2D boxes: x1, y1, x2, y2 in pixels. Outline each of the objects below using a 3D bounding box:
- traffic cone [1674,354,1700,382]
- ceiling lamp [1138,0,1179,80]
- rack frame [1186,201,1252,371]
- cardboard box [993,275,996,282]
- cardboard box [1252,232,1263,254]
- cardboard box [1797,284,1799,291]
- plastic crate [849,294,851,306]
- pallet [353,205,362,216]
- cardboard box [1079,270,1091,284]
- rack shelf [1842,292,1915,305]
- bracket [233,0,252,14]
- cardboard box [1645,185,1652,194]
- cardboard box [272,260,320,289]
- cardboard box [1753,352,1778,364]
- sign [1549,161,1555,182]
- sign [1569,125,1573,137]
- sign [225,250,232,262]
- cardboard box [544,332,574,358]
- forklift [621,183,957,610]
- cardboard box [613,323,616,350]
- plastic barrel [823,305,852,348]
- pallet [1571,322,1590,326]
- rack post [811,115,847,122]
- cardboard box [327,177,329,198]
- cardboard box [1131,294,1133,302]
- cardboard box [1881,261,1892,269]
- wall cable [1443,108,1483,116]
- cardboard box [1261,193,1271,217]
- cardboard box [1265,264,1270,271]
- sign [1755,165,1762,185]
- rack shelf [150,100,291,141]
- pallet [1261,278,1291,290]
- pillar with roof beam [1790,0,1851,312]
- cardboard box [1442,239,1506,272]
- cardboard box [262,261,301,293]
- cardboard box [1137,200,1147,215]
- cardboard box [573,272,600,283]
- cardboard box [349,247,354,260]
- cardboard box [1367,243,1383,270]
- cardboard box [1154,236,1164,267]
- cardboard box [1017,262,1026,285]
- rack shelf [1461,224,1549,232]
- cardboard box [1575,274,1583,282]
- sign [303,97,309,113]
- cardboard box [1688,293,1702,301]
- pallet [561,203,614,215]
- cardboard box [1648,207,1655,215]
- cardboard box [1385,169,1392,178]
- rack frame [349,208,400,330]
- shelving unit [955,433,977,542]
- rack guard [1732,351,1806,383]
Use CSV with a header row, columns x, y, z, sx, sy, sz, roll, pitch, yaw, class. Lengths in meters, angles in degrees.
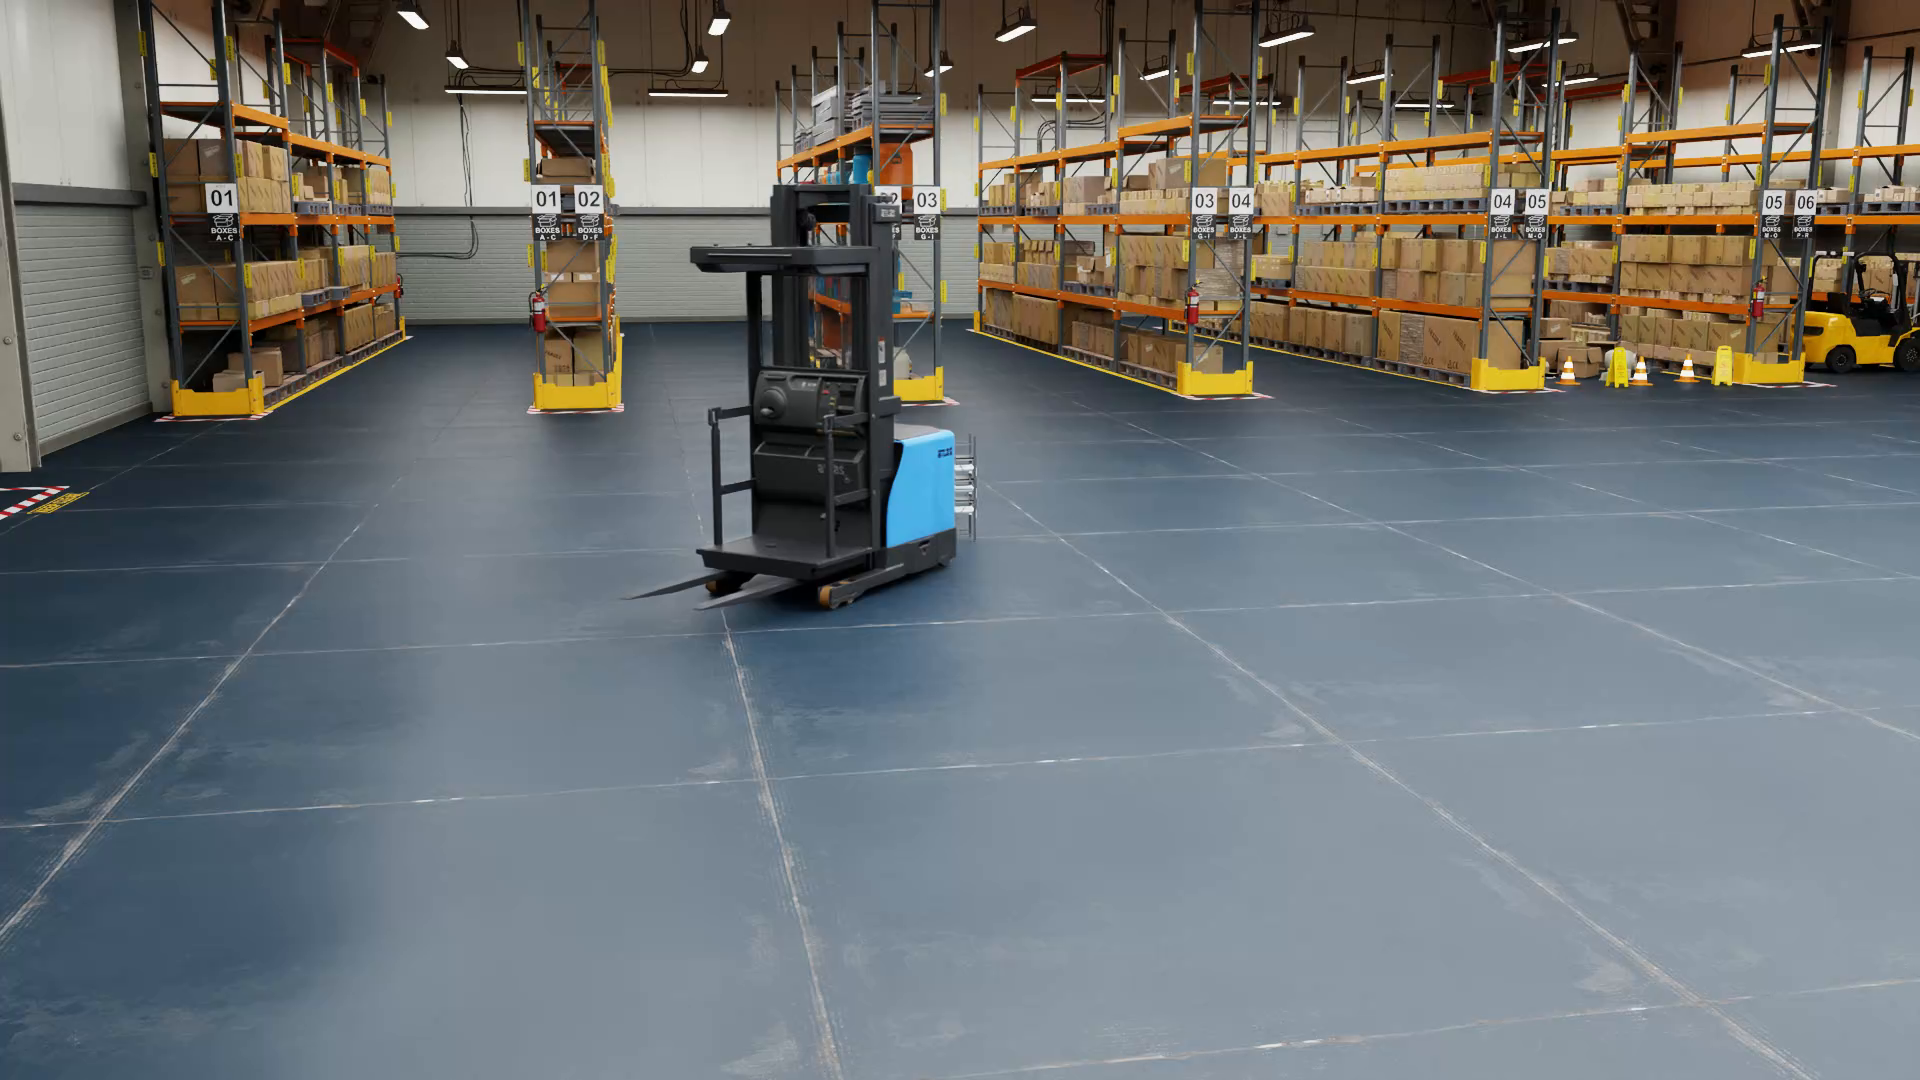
x,y,z,sx,sy,sz,roll,pitch,yaw,class
12.436,-2.940,28.407,0.336,0.463,0.334,-2,11,-11,traffic cone
4.596,-11.757,36.288,0.800,3.185,2.000,-2,11,-11,ceiling lamp
4.065,-3.794,26.109,1.000,3.000,0.127,-2,11,-11,rack frame
0.998,-6.246,39.663,0.380,0.149,0.250,-2,11,-12,cardboard box
6.767,-6.935,38.873,0.500,0.500,0.500,-2,11,-10,cardboard box
17.351,-5.263,34.226,0.500,0.250,0.500,-2,11,-11,cardboard box
-1.585,-3.984,27.675,0.450,0.188,0.662,-2,11,-11,plastic crate
-12.619,-6.668,33.696,0.805,0.209,1.217,-3,11,-13,pallet
2.609,-5.078,32.134,0.500,0.250,0.500,-2,11,-13,cardboard box
18.265,-4.349,30.949,1.077,0.370,4.000,-2,11,-11,rack shelf
-12.234,-9.103,28.331,0.235,0.232,0.430,-2,11,-11,bracket
12.870,-6.465,30.658,0.380,0.149,0.250,-2,11,-13,cardboard box
-11.702,-4.673,29.281,0.700,0.500,0.500,-2,11,-11,cardboard box
13.900,-3.168,29.050,0.500,0.250,0.500,-2,11,-11,cardboard box
9.495,-5.917,26.690,0.100,0.325,0.005,-2,11,-11,sign
16.090,-10.771,43.795,0.100,0.325,0.005,-2,11,-11,sign
-11.833,-4.535,26.906,0.100,0.325,0.005,-2,11,-11,sign
-6.354,-3.021,26.270,0.500,0.500,0.500,-2,11,-11,cardboard box
-1.200,-1.052,11.884,1.130,2.935,3.031,6,12,29,forklift
-7.017,-3.984,32.614,0.500,0.500,0.500,-2,11,-9,cardboard box
-2.462,-4.311,33.503,0.600,0.830,0.708,-2,11,-11,plastic barrel
15.946,-5.517,42.618,1.003,0.211,1.213,-2,11,-11,pallet
-2.597,-8.421,32.994,0.624,0.289,0.986,-2,11,-11,rack post
-12.373,-6.642,31.604,0.700,0.500,0.500,-3,11,-14,cardboard box
3.203,-4.217,29.004,0.380,0.149,0.250,-2,11,-11,cardboard box
17.785,-5.227,31.634,0.380,0.149,0.250,-2,11,-10,cardboard box
15.700,-14.031,48.974,2.988,3.039,0.133,-2,11,-11,wall cable
6.830,-7.225,35.842,0.500,0.500,0.500,-2,11,-11,cardboard box
6.743,-5.823,35.523,0.380,0.149,0.250,-2,11,-10,cardboard box
13.237,-6.047,27.552,0.100,0.325,0.005,-2,11,-11,sign
-10.901,-6.213,24.704,1.077,0.370,4.000,-2,11,-11,rack shelf
7.150,-5.456,35.352,1.213,0.211,1.003,-2,11,-11,pallet
14.012,-8.387,34.196,9.100,9.000,0.548,-2,11,-11,pillar with roof beam
8.742,-4.835,28.287,0.875,0.550,0.550,-2,11,-11,cardboard box
-10.894,-4.217,26.670,0.500,0.500,0.500,-2,11,-11,cardboard box
3.317,-5.648,28.225,0.500,0.250,0.500,-3,11,-13,cardboard box
-5.518,-3.882,24.569,0.380,0.149,0.250,-2,11,-11,cardboard box
-12.109,-5.577,32.355,0.500,0.250,0.500,-2,11,-11,cardboard box
8.069,-5.321,31.188,0.700,0.500,0.500,-2,11,-12,cardboard box
3.518,-4.756,27.424,0.500,0.500,0.500,-2,11,-11,cardboard box
1.575,-5.951,37.172,0.500,0.500,0.500,-2,11,-11,cardboard box
11.840,-7.109,37.425,1.077,0.370,4.000,-2,11,-11,rack shelf
12.464,-5.197,33.028,0.380,0.149,0.250,-2,11,-11,cardboard box
-13.395,-8.923,34.087,0.100,0.325,0.005,-2,11,-11,sign
13.185,-4.324,29.564,0.380,0.149,0.250,-2,11,-12,cardboard box
-6.769,-5.957,29.952,1.003,0.211,1.213,-2,11,-8,pallet
12.980,-6.081,30.772,0.380,0.149,0.250,-2,11,-11,cardboard box
7.909,-6.608,30.018,0.380,0.149,0.250,-2,11,-10,cardboard box
-13.624,-6.188,38.687,1.000,3.000,0.127,-2,11,-11,rack frame
-0.002,-0.444,14.120,0.258,0.900,0.210,-2,11,-11,shelving unit
13.771,-2.941,28.309,1.175,0.500,0.348,-2,11,-11,rack guard
